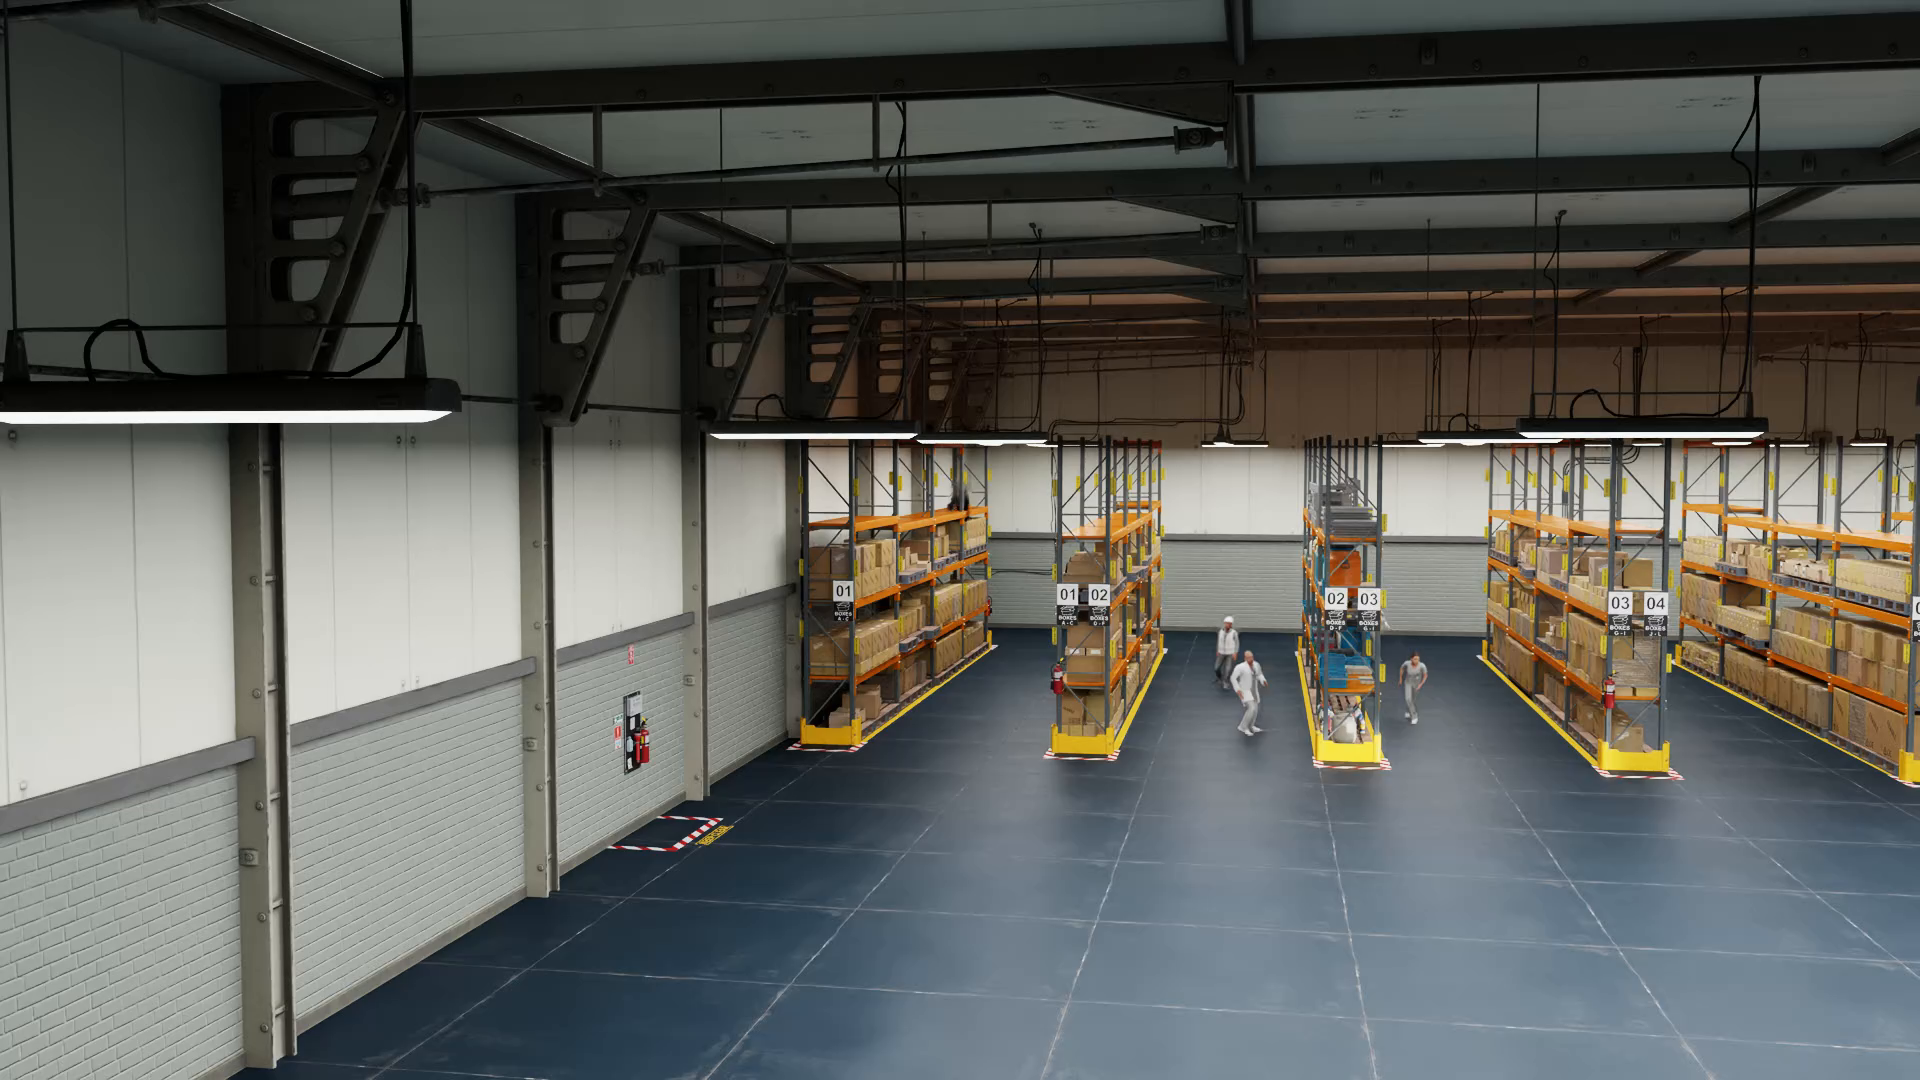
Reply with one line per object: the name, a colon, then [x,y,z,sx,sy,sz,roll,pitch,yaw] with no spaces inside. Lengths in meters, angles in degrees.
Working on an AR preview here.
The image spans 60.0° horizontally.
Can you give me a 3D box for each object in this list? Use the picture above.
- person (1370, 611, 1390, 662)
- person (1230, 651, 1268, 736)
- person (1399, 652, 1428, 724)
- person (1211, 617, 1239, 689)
person: [11.326,2.492,45.197,0.603,1.618,0.809,-2,4,-37]
person: [5.844,3.078,33.537,0.744,1.713,0.786,-2,4,-34]
person: [9.516,3.057,34.963,0.577,1.518,1.044,1,3,12]
person: [6.356,2.696,39.851,0.758,1.735,0.556,2,4,29]
